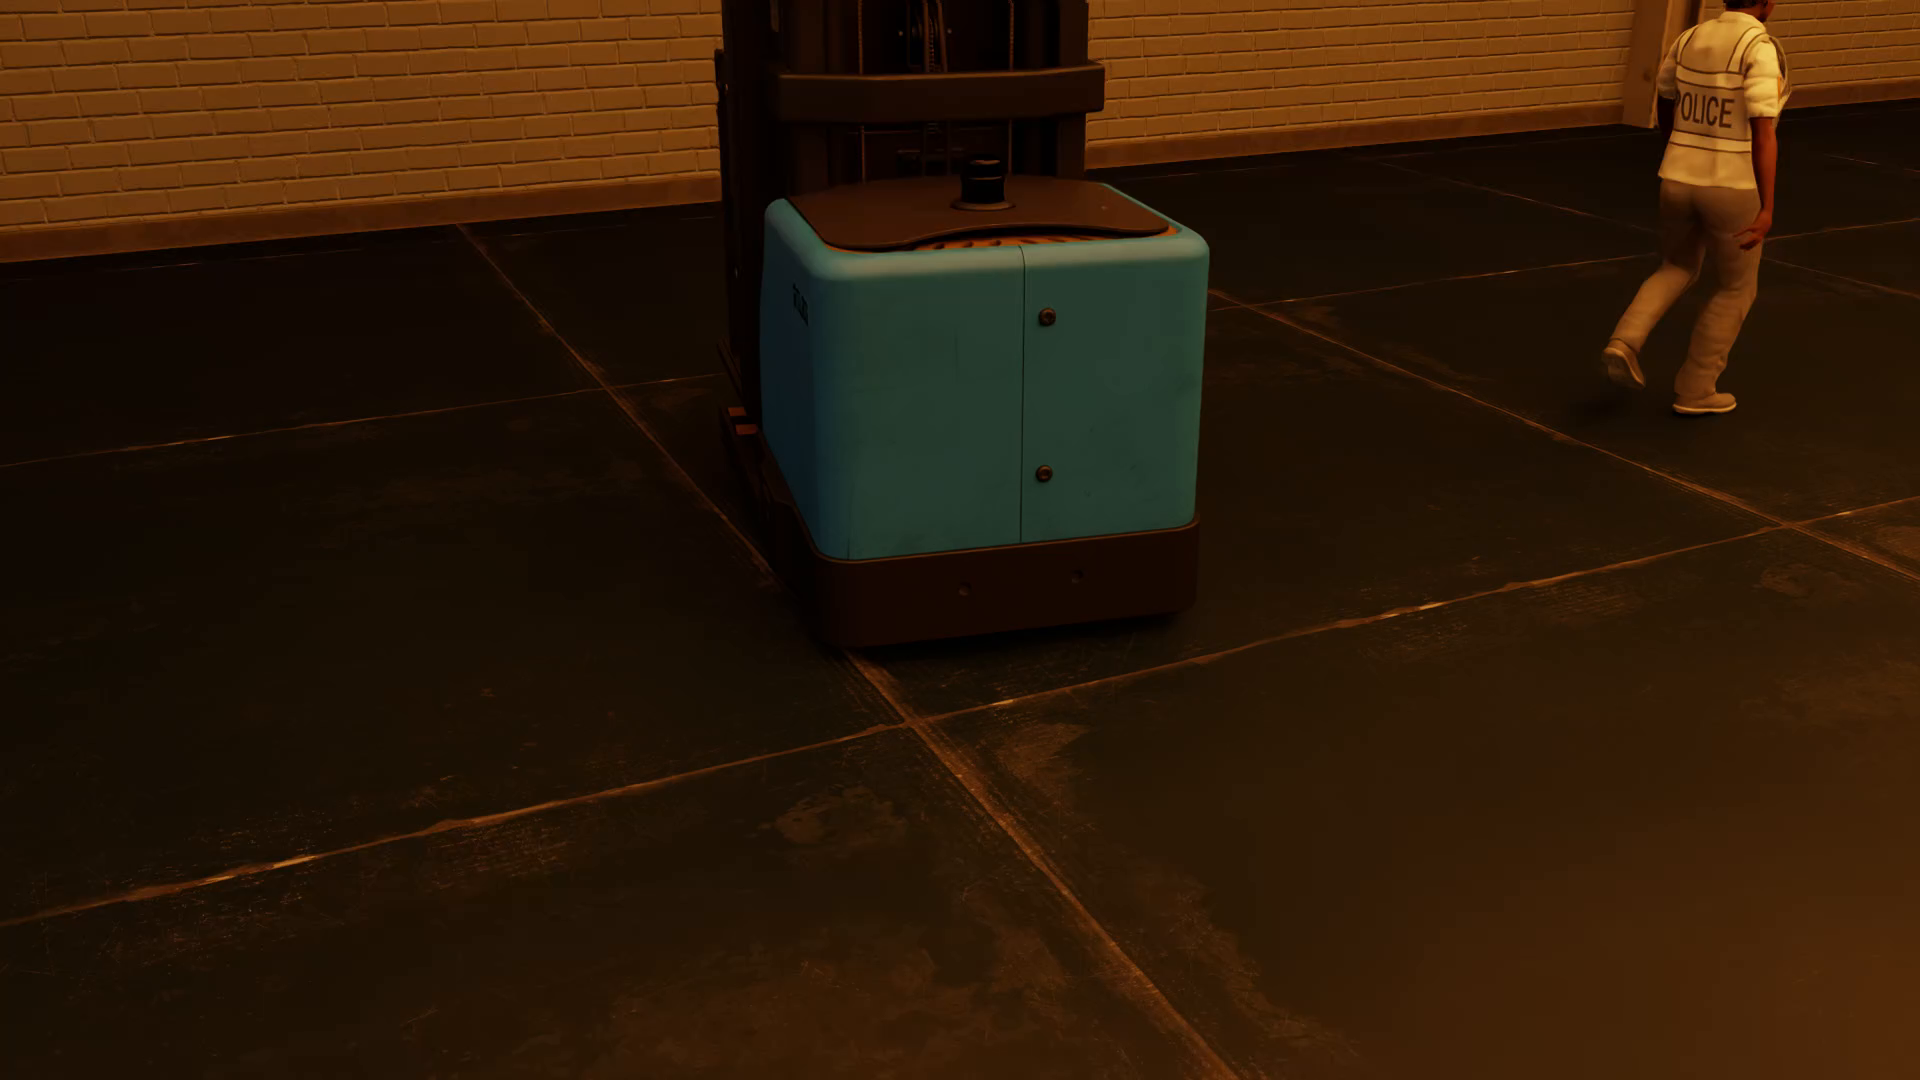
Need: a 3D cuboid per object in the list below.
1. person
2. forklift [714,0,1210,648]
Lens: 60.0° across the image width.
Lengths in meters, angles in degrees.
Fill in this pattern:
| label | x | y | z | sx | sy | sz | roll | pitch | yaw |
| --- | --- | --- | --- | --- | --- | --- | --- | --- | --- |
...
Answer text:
| label | x | y | z | sx | sy | sz | roll | pitch | yaw |
| --- | --- | --- | --- | --- | --- | --- | --- | --- | --- |
| person | 2.701 | -1.253 | 5.988 | 0.499 | 1.647 | 0.674 | -12 | 25 | -26 |
| forklift | -0.222 | -1.614 | 5.171 | 1.130 | 2.935 | 3.031 | -6 | 23 | -13 |
